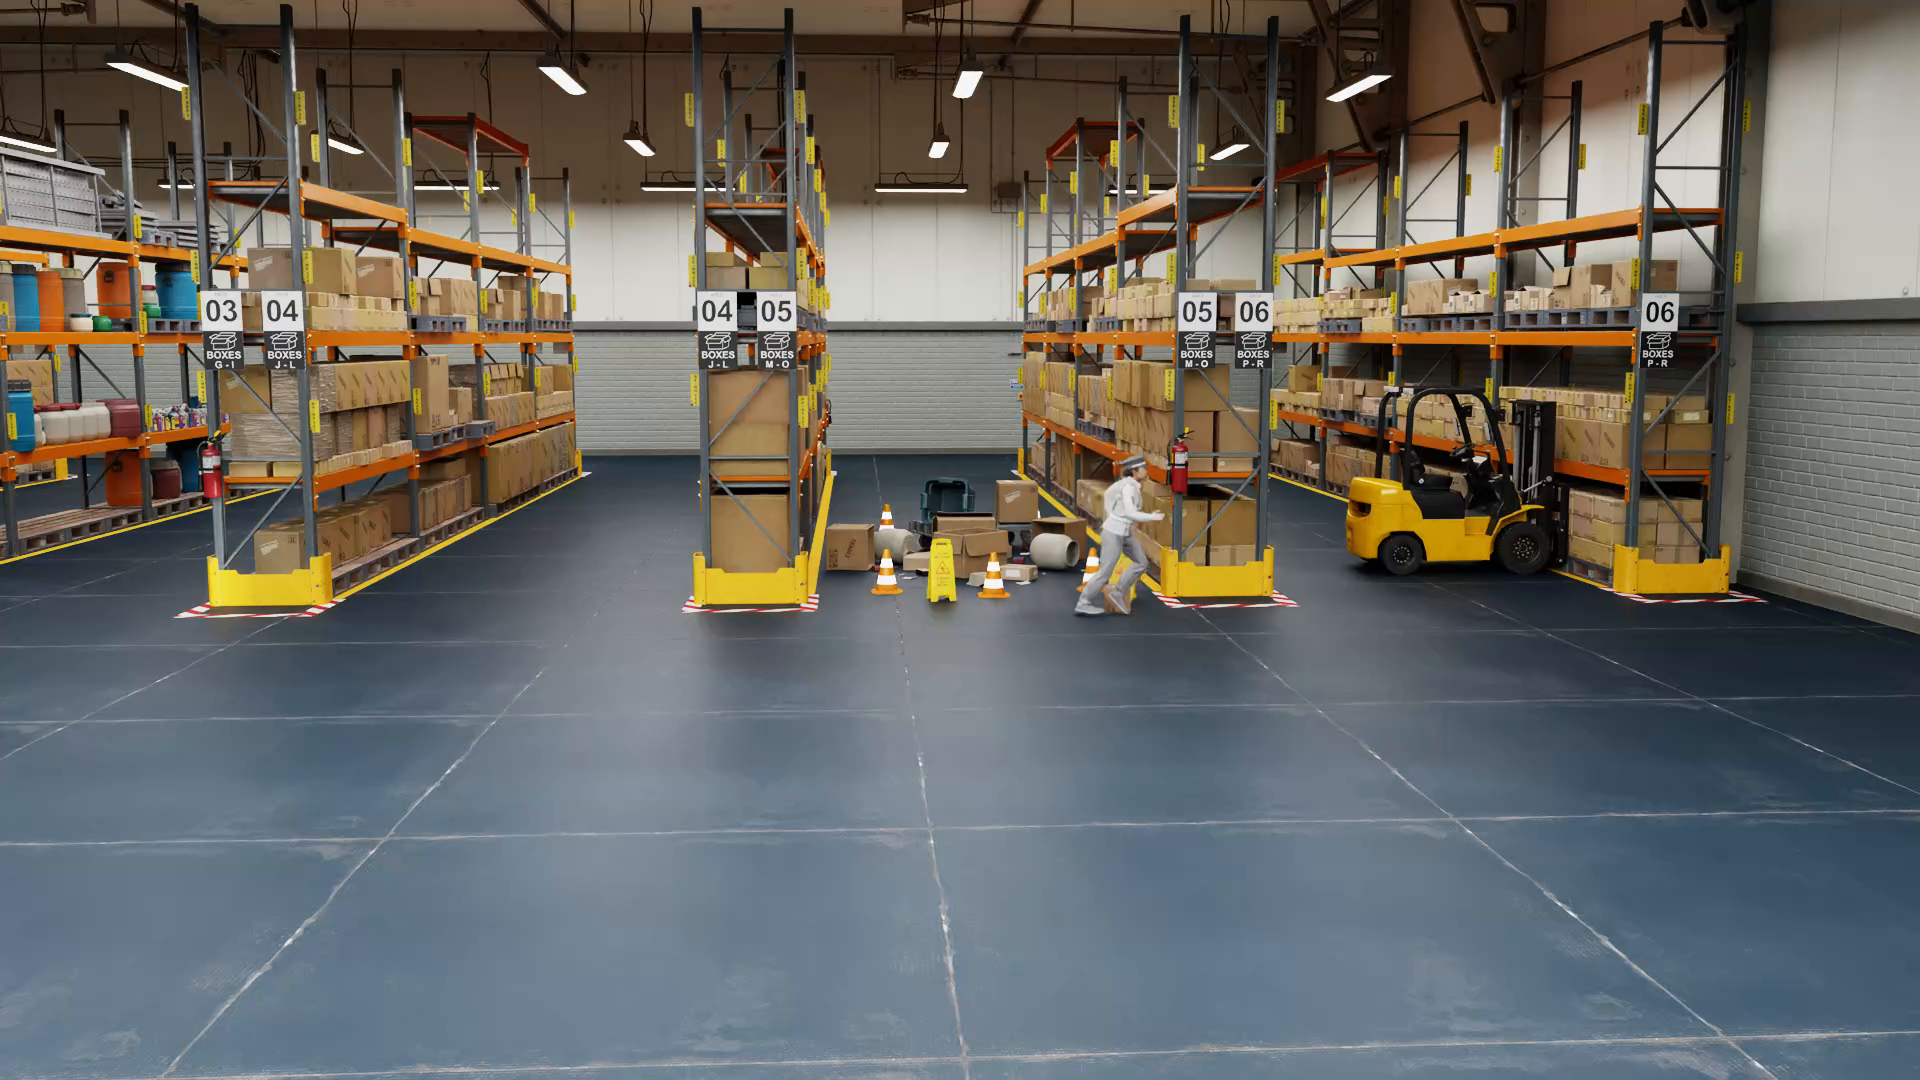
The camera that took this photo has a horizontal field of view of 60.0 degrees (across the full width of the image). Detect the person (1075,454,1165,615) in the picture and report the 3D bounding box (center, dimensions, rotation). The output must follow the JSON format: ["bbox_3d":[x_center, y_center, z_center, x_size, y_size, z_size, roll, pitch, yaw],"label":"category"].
[{"bbox_3d":[1.576,-0.048,16.321,0.874,1.611,0.614,1,7,10],"label":"person"}]
